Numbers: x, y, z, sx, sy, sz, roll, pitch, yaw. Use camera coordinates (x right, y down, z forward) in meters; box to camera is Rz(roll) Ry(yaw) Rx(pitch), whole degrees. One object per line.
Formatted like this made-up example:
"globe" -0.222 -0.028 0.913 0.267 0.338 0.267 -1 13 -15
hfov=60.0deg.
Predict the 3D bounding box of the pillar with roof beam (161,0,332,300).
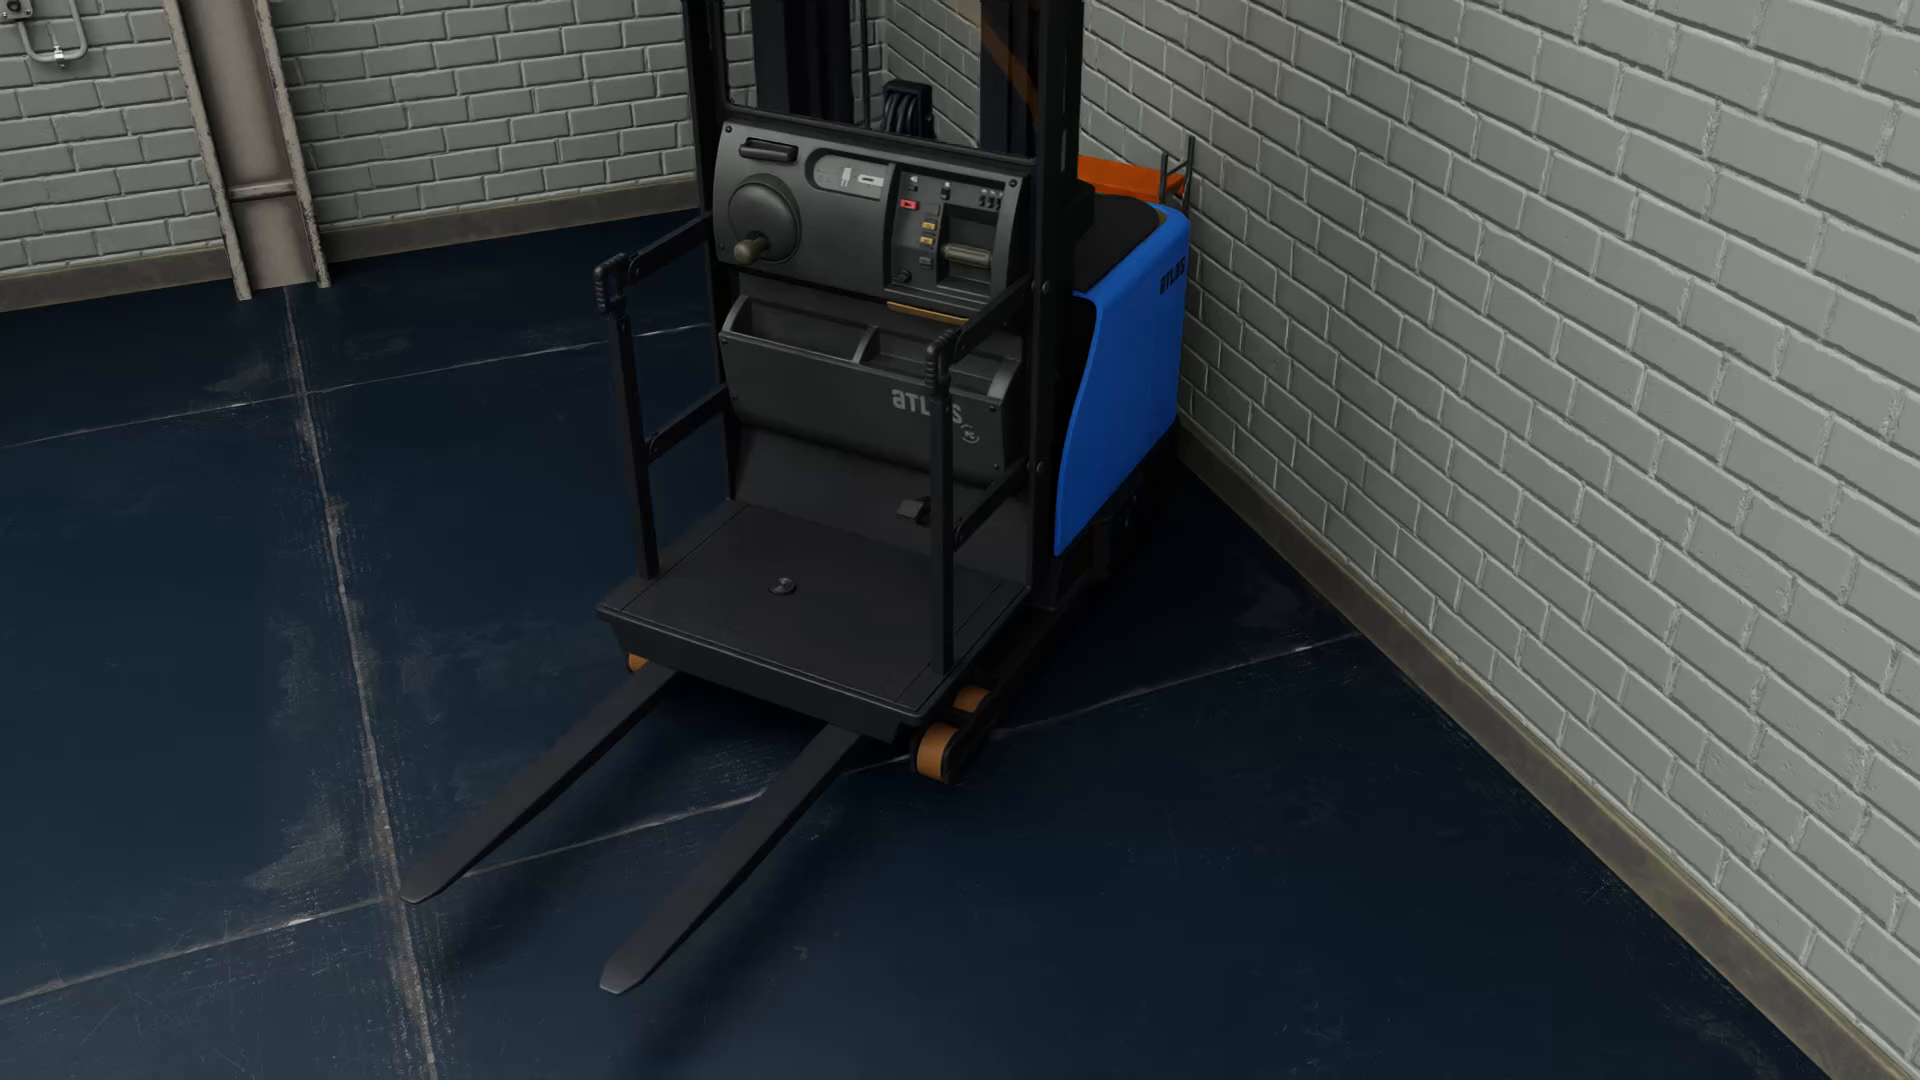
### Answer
"pillar with roof beam" -1.413 -2.789 1.786 0.400 9.000 9.100 -13 35 -19

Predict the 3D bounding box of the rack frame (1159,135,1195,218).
"rack frame" 0.725 -0.811 5.882 0.015 1.200 0.240 18 35 26

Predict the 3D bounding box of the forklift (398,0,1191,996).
"forklift" -0.361 -0.827 4.334 1.130 2.935 3.031 16 36 23

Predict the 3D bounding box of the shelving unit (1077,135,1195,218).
"shelving unit" 0.515 -0.877 5.987 0.503 1.200 0.258 18 35 26

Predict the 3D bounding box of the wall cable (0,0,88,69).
"wall cable" -4.419 -2.606 6.074 1.851 1.984 0.084 -13 35 -19

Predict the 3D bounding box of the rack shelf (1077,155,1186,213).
"rack shelf" 0.521 -1.214 5.785 0.480 0.148 0.258 18 35 26
